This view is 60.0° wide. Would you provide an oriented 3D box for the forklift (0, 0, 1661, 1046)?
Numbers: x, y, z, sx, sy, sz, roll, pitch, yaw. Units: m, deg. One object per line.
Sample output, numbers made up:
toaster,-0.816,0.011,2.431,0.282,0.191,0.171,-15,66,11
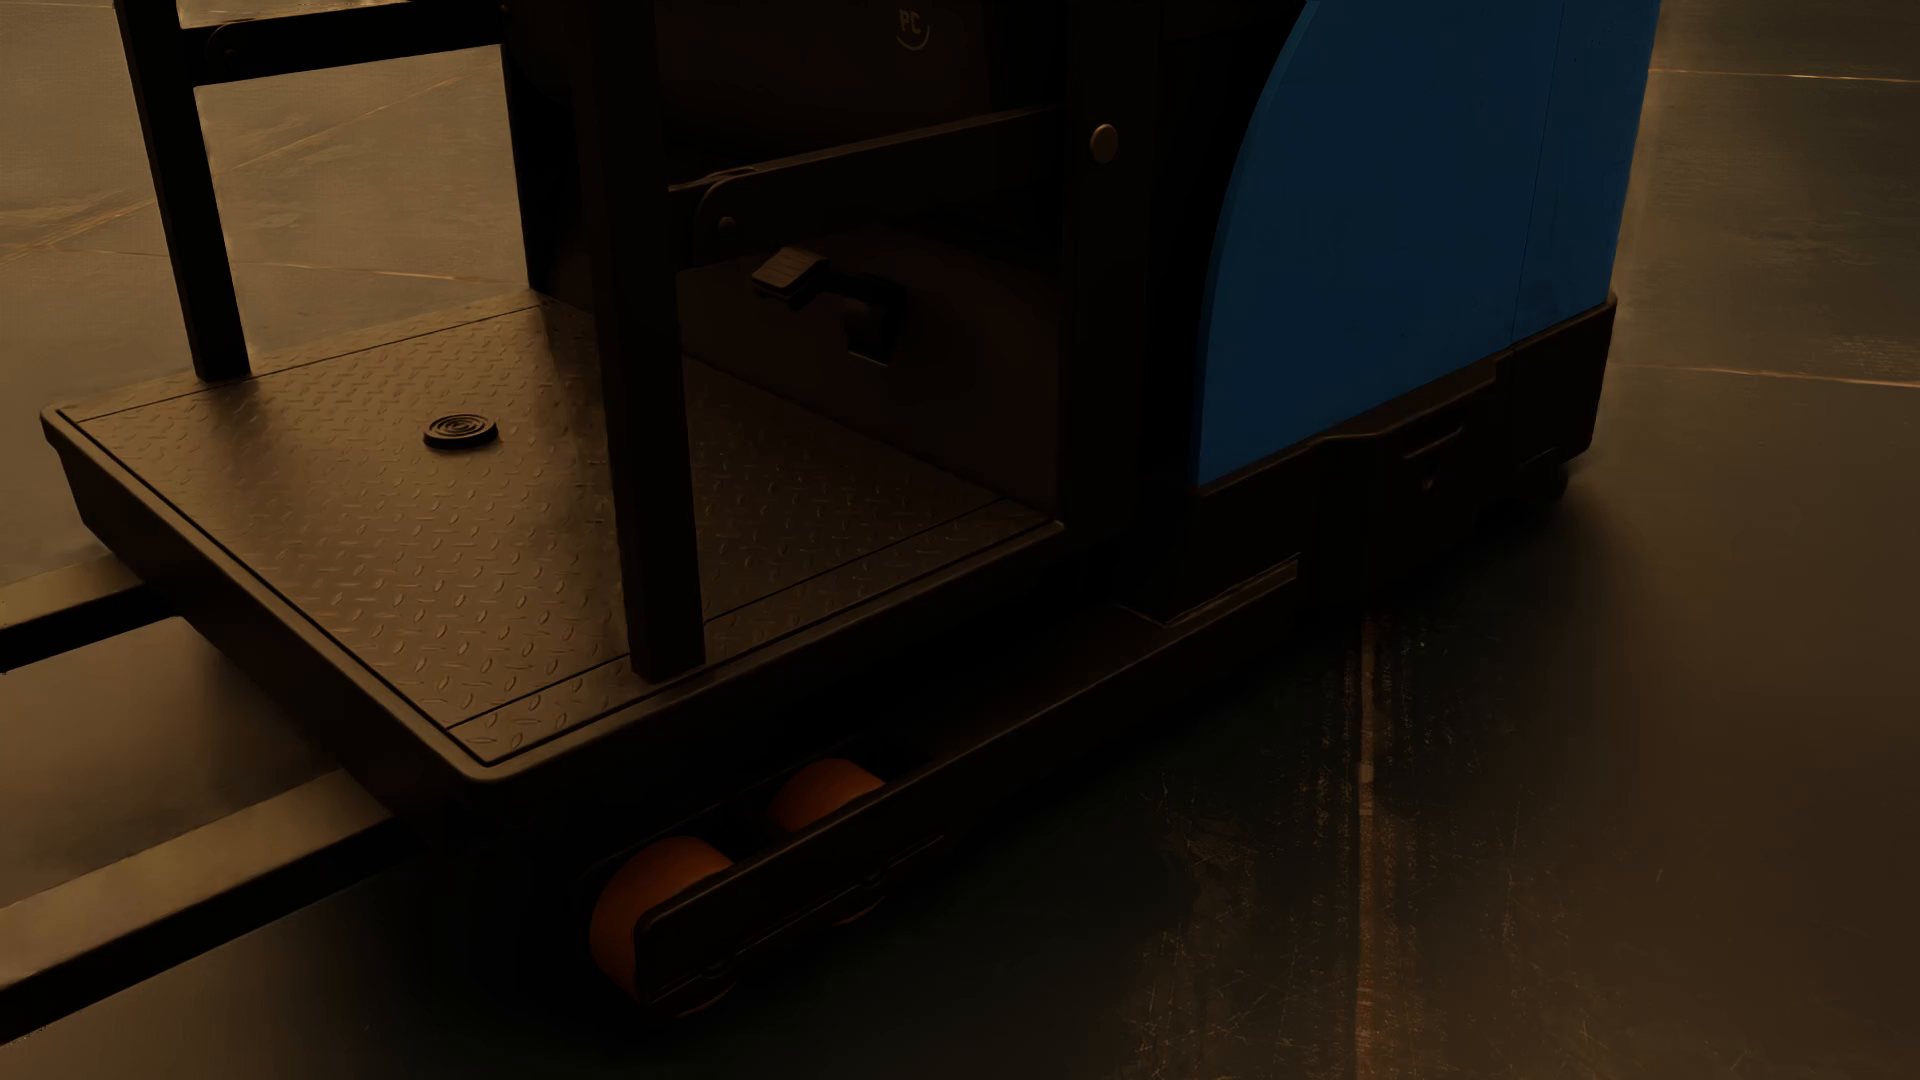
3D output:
forklift,-0.406,-1.118,1.461,3.031,2.935,1.130,-23,35,-38
